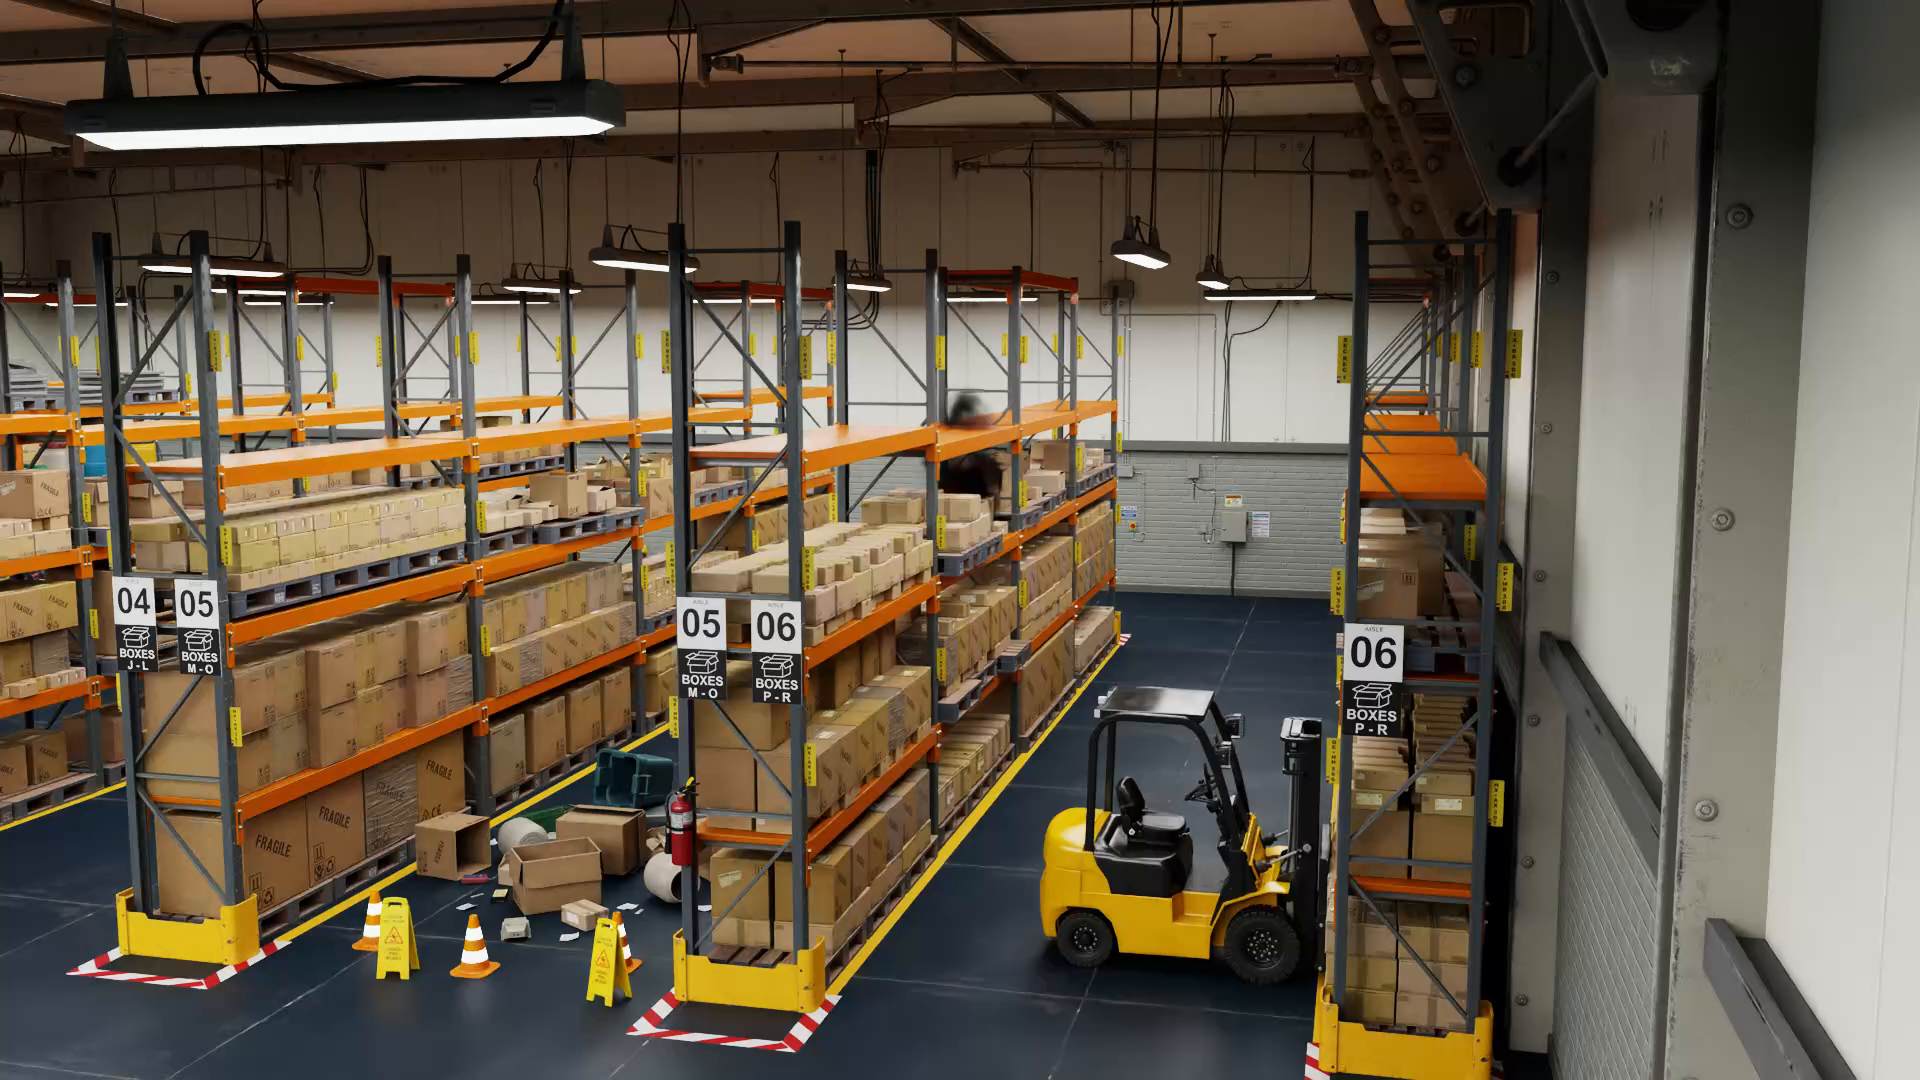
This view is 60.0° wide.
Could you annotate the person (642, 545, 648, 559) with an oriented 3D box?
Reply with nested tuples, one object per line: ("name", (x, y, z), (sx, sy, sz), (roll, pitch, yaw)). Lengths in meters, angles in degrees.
("person", (-5.160, 0.979, 27.055), (0.673, 1.816, 0.787), (2, 7, 16))
